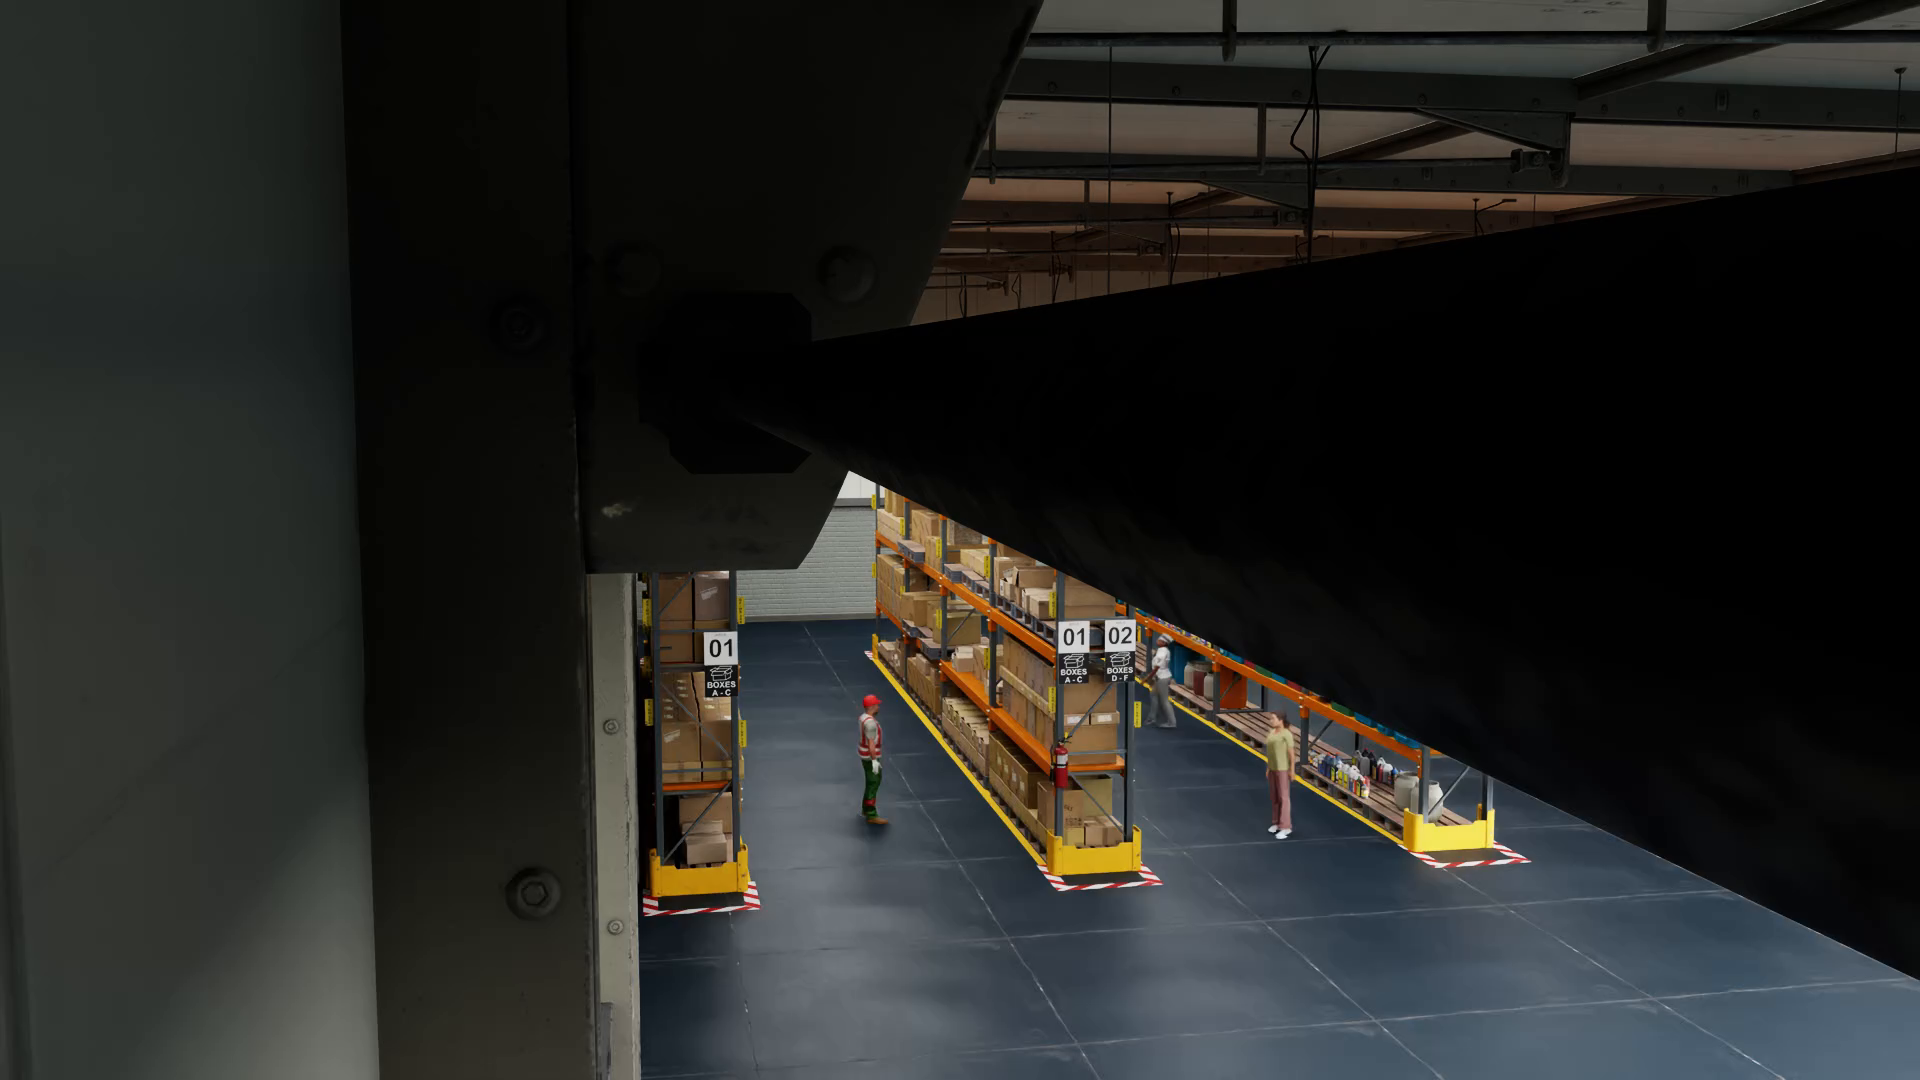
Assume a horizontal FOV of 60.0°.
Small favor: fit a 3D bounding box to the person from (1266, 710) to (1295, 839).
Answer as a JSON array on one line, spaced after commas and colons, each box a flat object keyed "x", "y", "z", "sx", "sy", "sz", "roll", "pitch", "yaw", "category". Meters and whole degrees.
[{"x": 4.354, "y": 3.175, "z": 22.724, "sx": 0.443, "sy": 1.700, "sz": 0.566, "roll": -3, "pitch": 7, "yaw": -26, "category": "person"}]

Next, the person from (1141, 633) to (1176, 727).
[{"x": 3.518, "y": 2.489, "z": 29.449, "sx": 0.744, "sy": 1.710, "sz": 0.531, "roll": 3, "pitch": 7, "yaw": 28, "category": "person"}]

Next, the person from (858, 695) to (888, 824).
[{"x": -1.224, "y": 3.086, "z": 23.260, "sx": 0.381, "sy": 1.857, "sz": 0.616, "roll": -1, "pitch": 6, "yaw": -11, "category": "person"}]
